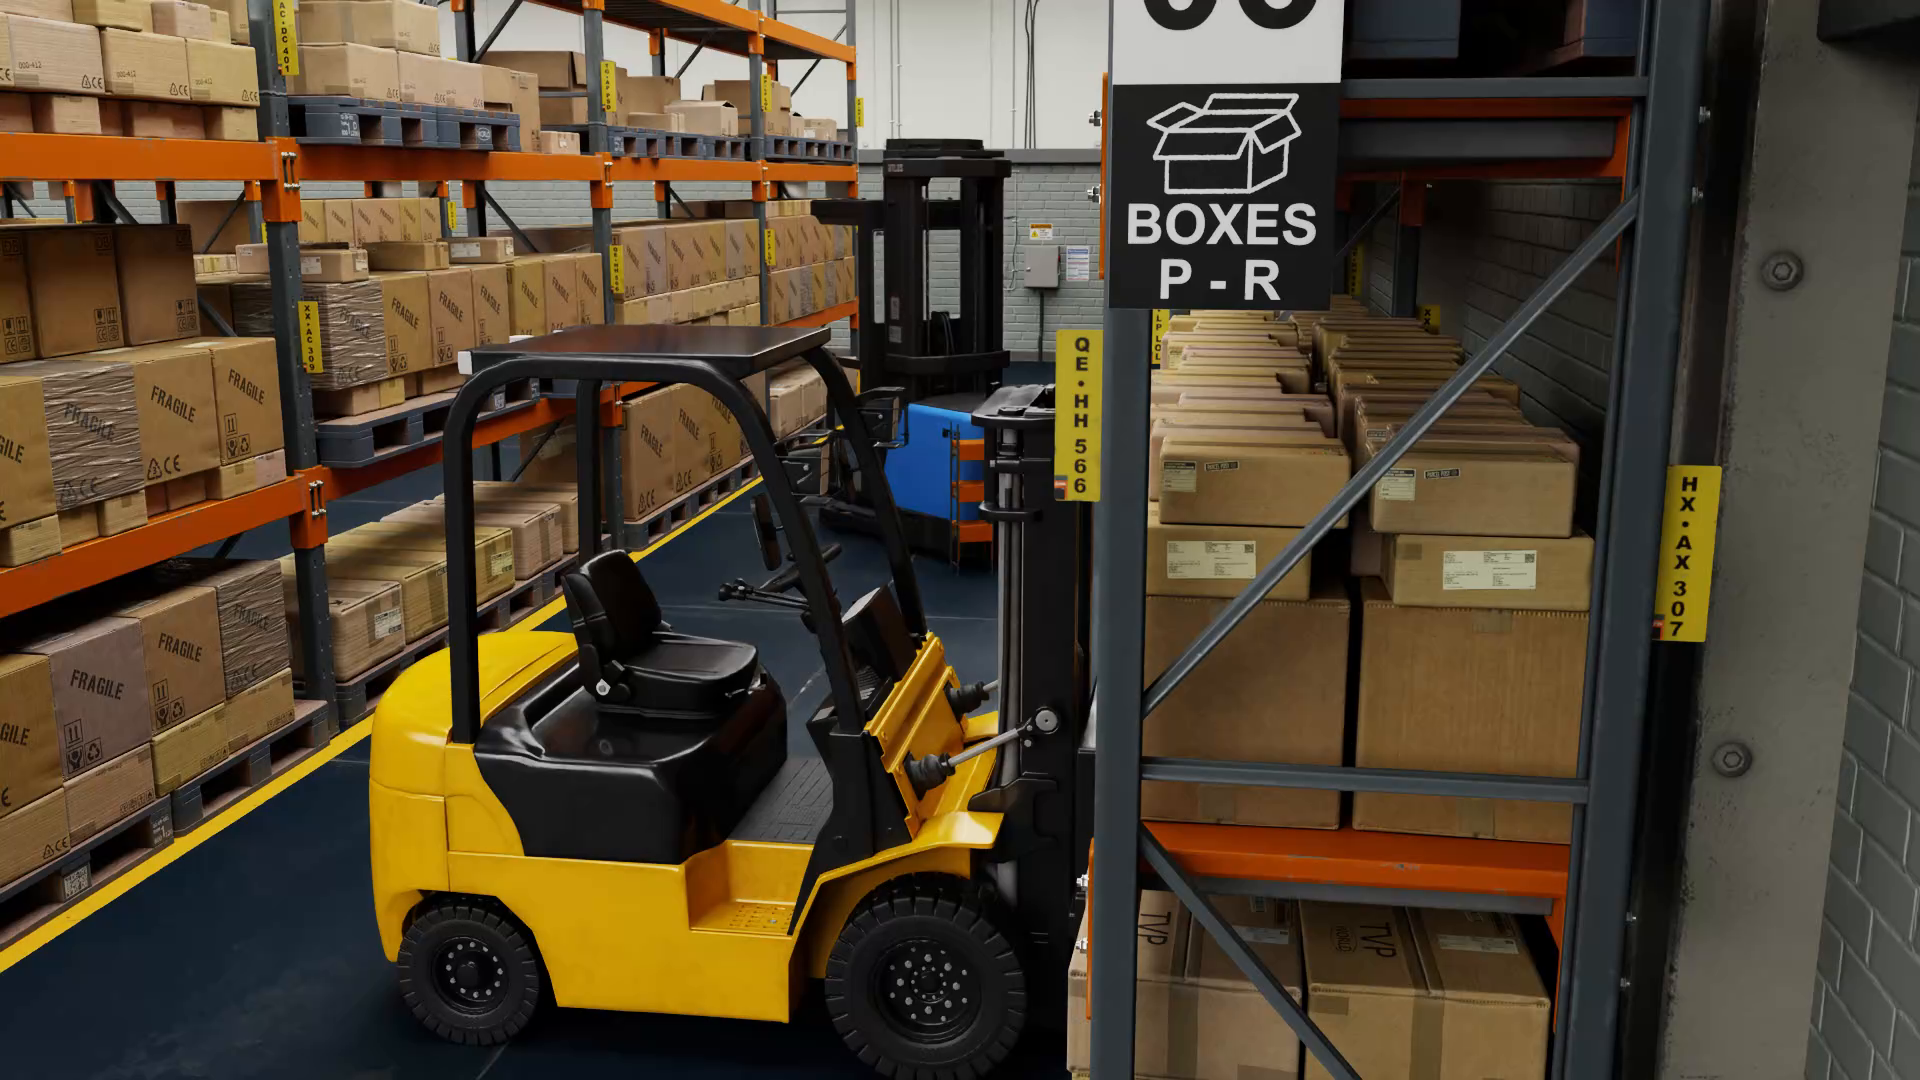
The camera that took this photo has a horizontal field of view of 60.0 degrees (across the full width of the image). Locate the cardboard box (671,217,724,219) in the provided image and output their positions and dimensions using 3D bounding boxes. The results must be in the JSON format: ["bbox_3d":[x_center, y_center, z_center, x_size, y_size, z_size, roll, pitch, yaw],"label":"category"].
[{"bbox_3d":[-2.496,-2.835,15.917,0.500,0.500,0.500,2,12,8],"label":"cardboard box"}]

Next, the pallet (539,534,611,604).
[{"bbox_3d":[-3.032,0.168,11.211,1.003,0.211,1.213,2,12,9],"label":"pallet"}]

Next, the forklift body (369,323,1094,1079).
[{"bbox_3d":[-0.747,0.429,5.397,2.313,2.155,1.214,2,12,9],"label":"forklift body"}]

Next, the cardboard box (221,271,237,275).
[{"bbox_3d":[-7.068,-2.468,15.719,0.380,0.149,0.250,2,12,10],"label":"cardboard box"}]

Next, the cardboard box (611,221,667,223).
[{"bbox_3d":[-2.778,-2.434,14.058,0.500,0.500,0.500,2,12,7],"label":"cardboard box"}]

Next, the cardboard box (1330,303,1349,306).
[{"bbox_3d":[2.029,-1.274,9.507,0.380,0.149,0.250,2,12,8],"label":"cardboard box"}]

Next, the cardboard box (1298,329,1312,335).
[{"bbox_3d":[1.778,-0.903,7.786,0.380,0.149,0.250,2,12,8],"label":"cardboard box"}]

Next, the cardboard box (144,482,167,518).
[{"bbox_3d":[-3.475,-0.170,6.758,0.380,0.149,0.250,2,12,8],"label":"cardboard box"}]

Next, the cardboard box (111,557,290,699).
[{"bbox_3d":[-3.352,0.379,7.363,0.500,0.500,0.500,2,12,8],"label":"cardboard box"}]

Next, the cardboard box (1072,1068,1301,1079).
[{"bbox_3d":[0.530,1.251,3.912,0.500,0.250,0.500,2,12,8],"label":"cardboard box"}]

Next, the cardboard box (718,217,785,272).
[{"bbox_3d":[-1.983,-2.819,15.843,0.500,0.500,0.500,2,12,9],"label":"cardboard box"}]

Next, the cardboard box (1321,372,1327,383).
[{"bbox_3d":[1.531,-0.547,6.136,0.380,0.149,0.250,2,12,10],"label":"cardboard box"}]

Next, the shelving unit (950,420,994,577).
[{"bbox_3d":[0.081,-0.290,11.345,0.252,1.050,0.215,-3,13,-15],"label":"shelving unit"}]

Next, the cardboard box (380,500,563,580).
[{"bbox_3d":[-3.113,-0.007,10.646,0.950,0.372,0.625,2,12,8],"label":"cardboard box"}]

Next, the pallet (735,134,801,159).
[{"bbox_3d":[-2.159,-3.783,16.017,1.003,0.211,1.213,2,12,9],"label":"pallet"}]

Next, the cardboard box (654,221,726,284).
[{"bbox_3d":[-2.286,-2.414,13.963,0.500,0.500,0.500,2,12,10],"label":"cardboard box"}]

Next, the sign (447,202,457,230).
[{"bbox_3d":[-6.042,-3.860,19.788,0.100,0.325,0.005,2,12,9],"label":"sign"}]

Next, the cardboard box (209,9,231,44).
[{"bbox_3d":[-3.359,-2.185,7.096,0.380,0.149,0.250,2,12,10],"label":"cardboard box"}]

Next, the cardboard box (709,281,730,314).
[{"bbox_3d":[-2.266,-2.049,14.051,0.500,0.250,0.500,2,12,10],"label":"cardboard box"}]

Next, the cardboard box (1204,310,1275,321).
[{"bbox_3d":[1.522,-1.180,9.073,0.380,0.149,0.250,2,12,9],"label":"cardboard box"}]

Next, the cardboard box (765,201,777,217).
[{"bbox_3d":[-1.967,-3.156,15.867,0.380,0.149,0.250,2,12,9],"label":"cardboard box"}]

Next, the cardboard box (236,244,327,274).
[{"bbox_3d":[-3.585,-1.489,8.801,0.380,0.149,0.250,2,12,7],"label":"cardboard box"}]

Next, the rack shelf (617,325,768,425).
[{"bbox_3d":[-2.603,-1.422,13.679,1.077,0.370,4.000,2,12,9],"label":"rack shelf"}]

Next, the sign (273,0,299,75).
[{"bbox_3d":[-2.988,-2.228,7.363,0.100,0.325,0.005,2,12,9],"label":"sign"}]

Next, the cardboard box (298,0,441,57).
[{"bbox_3d":[-2.973,-2.580,8.398,0.500,0.250,0.500,2,12,7],"label":"cardboard box"}]

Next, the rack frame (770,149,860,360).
[{"bbox_3d":[-1.680,-3.023,19.399,1.000,3.000,0.127,2,12,9],"label":"rack frame"}]

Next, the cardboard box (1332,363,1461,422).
[{"bbox_3d":[1.293,-0.427,4.873,0.380,0.149,0.250,2,12,9],"label":"cardboard box"}]

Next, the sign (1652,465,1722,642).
[{"bbox_3d":[1.312,0.025,3.013,0.100,0.325,0.005,2,12,9],"label":"sign"}]

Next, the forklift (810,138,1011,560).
[{"bbox_3d":[-0.437,-1.546,12.709,1.130,2.935,3.031,-9,15,-37],"label":"forklift"}]

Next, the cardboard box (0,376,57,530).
[{"bbox_3d":[-3.570,-0.296,5.804,0.500,0.500,0.500,2,12,7],"label":"cardboard box"}]

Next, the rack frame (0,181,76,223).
[{"bbox_3d":[-11.472,-3.344,20.889,1.000,3.000,0.127,2,12,9],"label":"rack frame"}]

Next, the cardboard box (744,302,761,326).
[{"bbox_3d":[-2.115,-2.015,15.080,0.500,0.250,0.500,2,12,7],"label":"cardboard box"}]

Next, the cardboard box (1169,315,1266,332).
[{"bbox_3d":[1.037,-0.819,6.692,0.380,0.149,0.250,2,12,10],"label":"cardboard box"}]

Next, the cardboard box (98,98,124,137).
[{"bbox_3d":[-3.500,-1.638,6.449,0.380,0.149,0.250,1,12,7],"label":"cardboard box"}]

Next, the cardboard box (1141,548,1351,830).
[{"bbox_3d":[0.580,0.308,3.706,0.500,0.500,0.500,2,12,7],"label":"cardboard box"}]

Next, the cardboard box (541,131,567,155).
[{"bbox_3d":[-2.782,-2.576,10.805,0.380,0.149,0.250,2,12,9],"label":"cardboard box"}]

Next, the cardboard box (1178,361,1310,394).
[{"bbox_3d":[0.841,-0.444,4.952,0.380,0.149,0.250,2,12,9],"label":"cardboard box"}]

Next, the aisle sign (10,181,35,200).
[{"bbox_3d":[-11.758,-4.639,20.730,0.394,0.787,0.004,2,12,9],"label":"aisle sign"}]

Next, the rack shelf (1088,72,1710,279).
[{"bbox_3d":[1.072,-1.063,4.893,1.077,0.370,4.000,2,12,9],"label":"rack shelf"}]

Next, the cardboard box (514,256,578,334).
[{"bbox_3d":[-2.774,-1.545,10.604,0.500,0.500,0.500,2,12,8],"label":"cardboard box"}]

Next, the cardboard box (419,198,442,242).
[{"bbox_3d":[-6.411,-3.742,19.419,0.500,0.500,0.500,2,12,7],"label":"cardboard box"}]

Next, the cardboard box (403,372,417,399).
[{"bbox_3d":[-3.113,-0.825,8.802,0.380,0.149,0.250,3,12,12],"label":"cardboard box"}]

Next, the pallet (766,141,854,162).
[{"bbox_3d":[-1.784,-4.291,18.374,1.003,0.211,1.213,2,12,9],"label":"pallet"}]

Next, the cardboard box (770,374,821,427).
[{"bbox_3d":[-1.956,-1.456,17.216,0.875,0.438,0.875,2,12,7],"label":"cardboard box"}]

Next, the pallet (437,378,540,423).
[{"bbox_3d":[-3.175,-0.850,9.774,1.003,0.211,1.213,2,12,9],"label":"pallet"}]

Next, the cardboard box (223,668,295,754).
[{"bbox_3d":[-3.351,0.746,7.442,0.500,0.250,0.500,2,12,11],"label":"cardboard box"}]

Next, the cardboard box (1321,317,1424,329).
[{"bbox_3d":[1.629,-0.800,6.601,0.380,0.149,0.250,2,12,9],"label":"cardboard box"}]

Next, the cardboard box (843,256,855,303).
[{"bbox_3d":[-1.493,-2.963,18.883,0.500,0.500,0.500,2,12,9],"label":"cardboard box"}]
